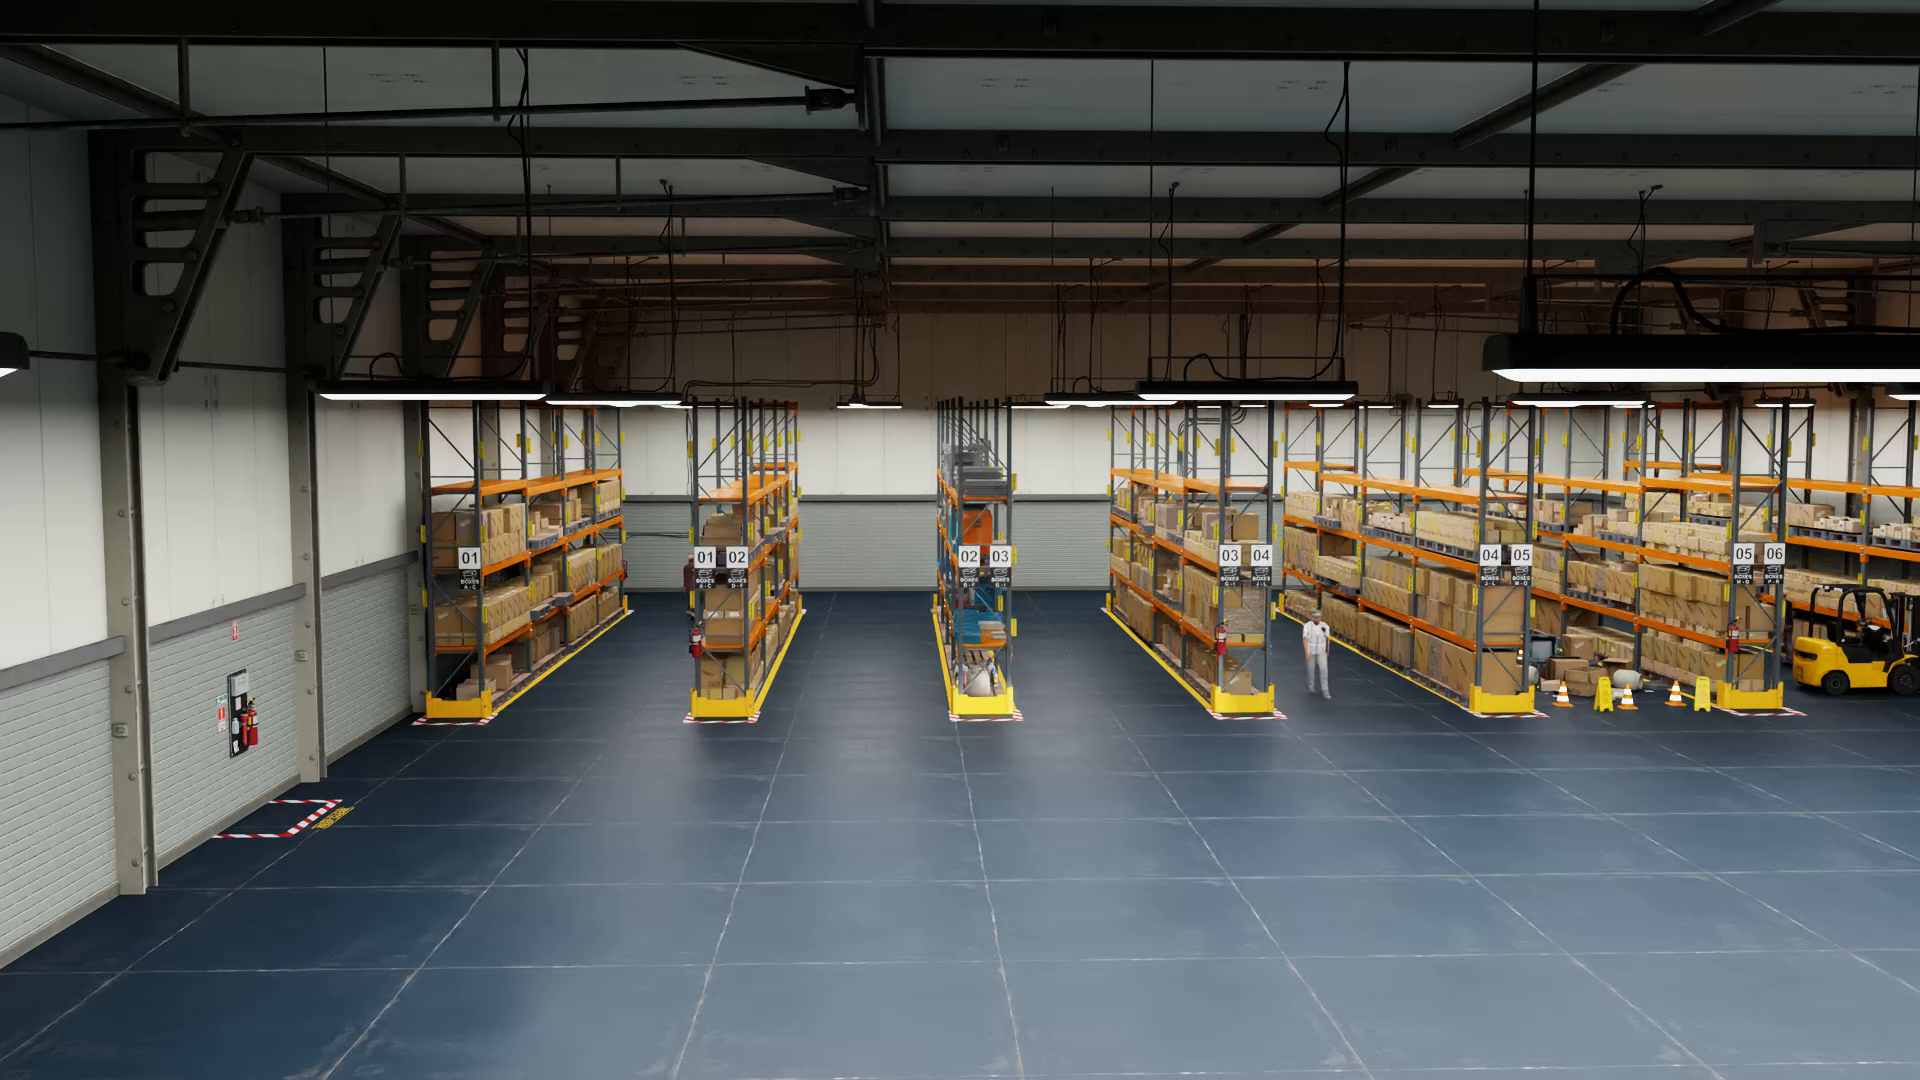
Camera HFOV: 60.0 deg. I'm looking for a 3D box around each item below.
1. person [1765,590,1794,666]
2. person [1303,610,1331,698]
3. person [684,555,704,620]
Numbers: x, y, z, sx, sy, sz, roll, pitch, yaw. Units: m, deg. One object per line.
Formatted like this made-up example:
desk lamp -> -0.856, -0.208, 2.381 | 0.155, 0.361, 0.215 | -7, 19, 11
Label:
person -> 18.553, 2.005, 37.412 | 0.514, 1.765, 0.613 | -1, 5, -14
person -> 7.177, 2.254, 33.468 | 0.553, 1.718, 0.919 | 1, 4, 8
person -> -7.386, 1.300, 45.737 | 0.627, 1.777, 0.561 | 4, 6, 43
